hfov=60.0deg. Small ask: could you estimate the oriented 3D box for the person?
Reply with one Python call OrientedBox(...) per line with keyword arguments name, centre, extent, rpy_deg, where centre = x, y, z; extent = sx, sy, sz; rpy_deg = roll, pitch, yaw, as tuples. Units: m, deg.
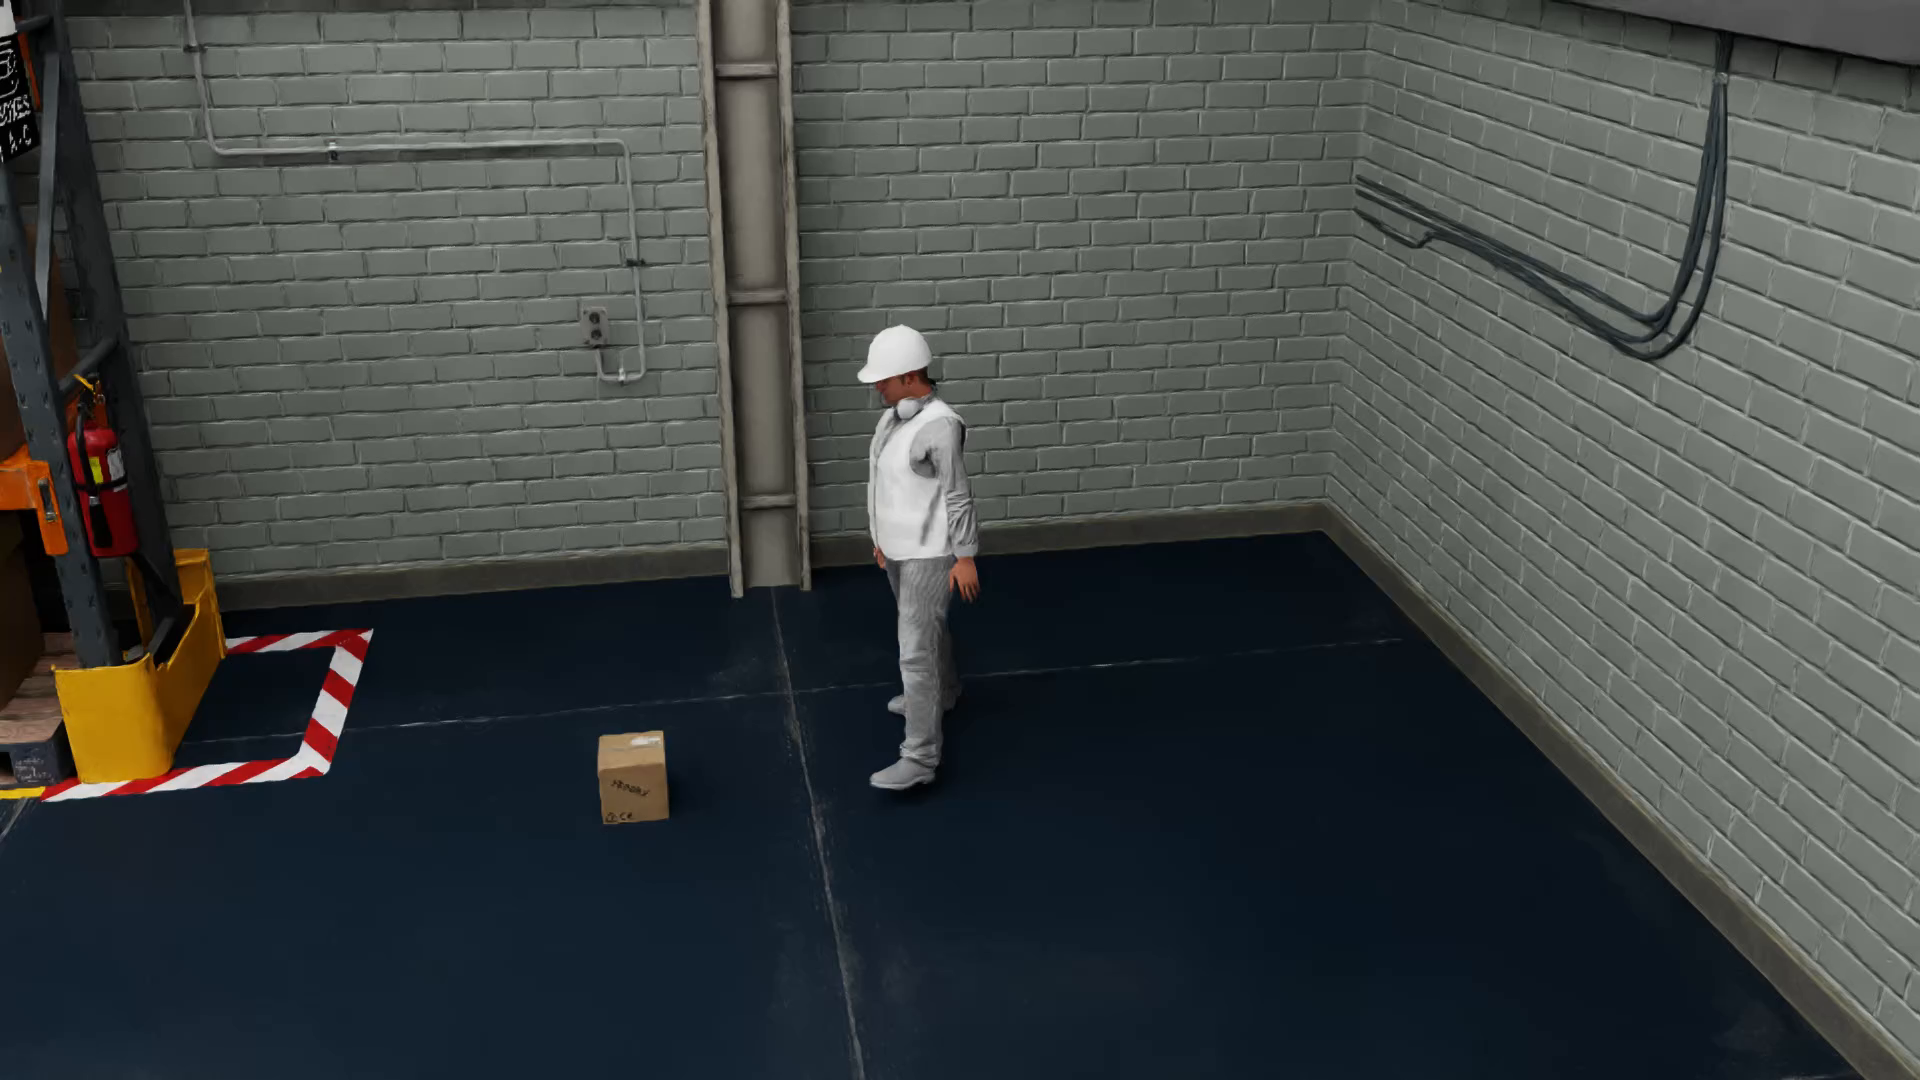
OrientedBox(name="person", centre=(-0.180, 0.046, 6.445), extent=(0.642, 1.749, 0.750), rpy_deg=(-10, 25, -22))
